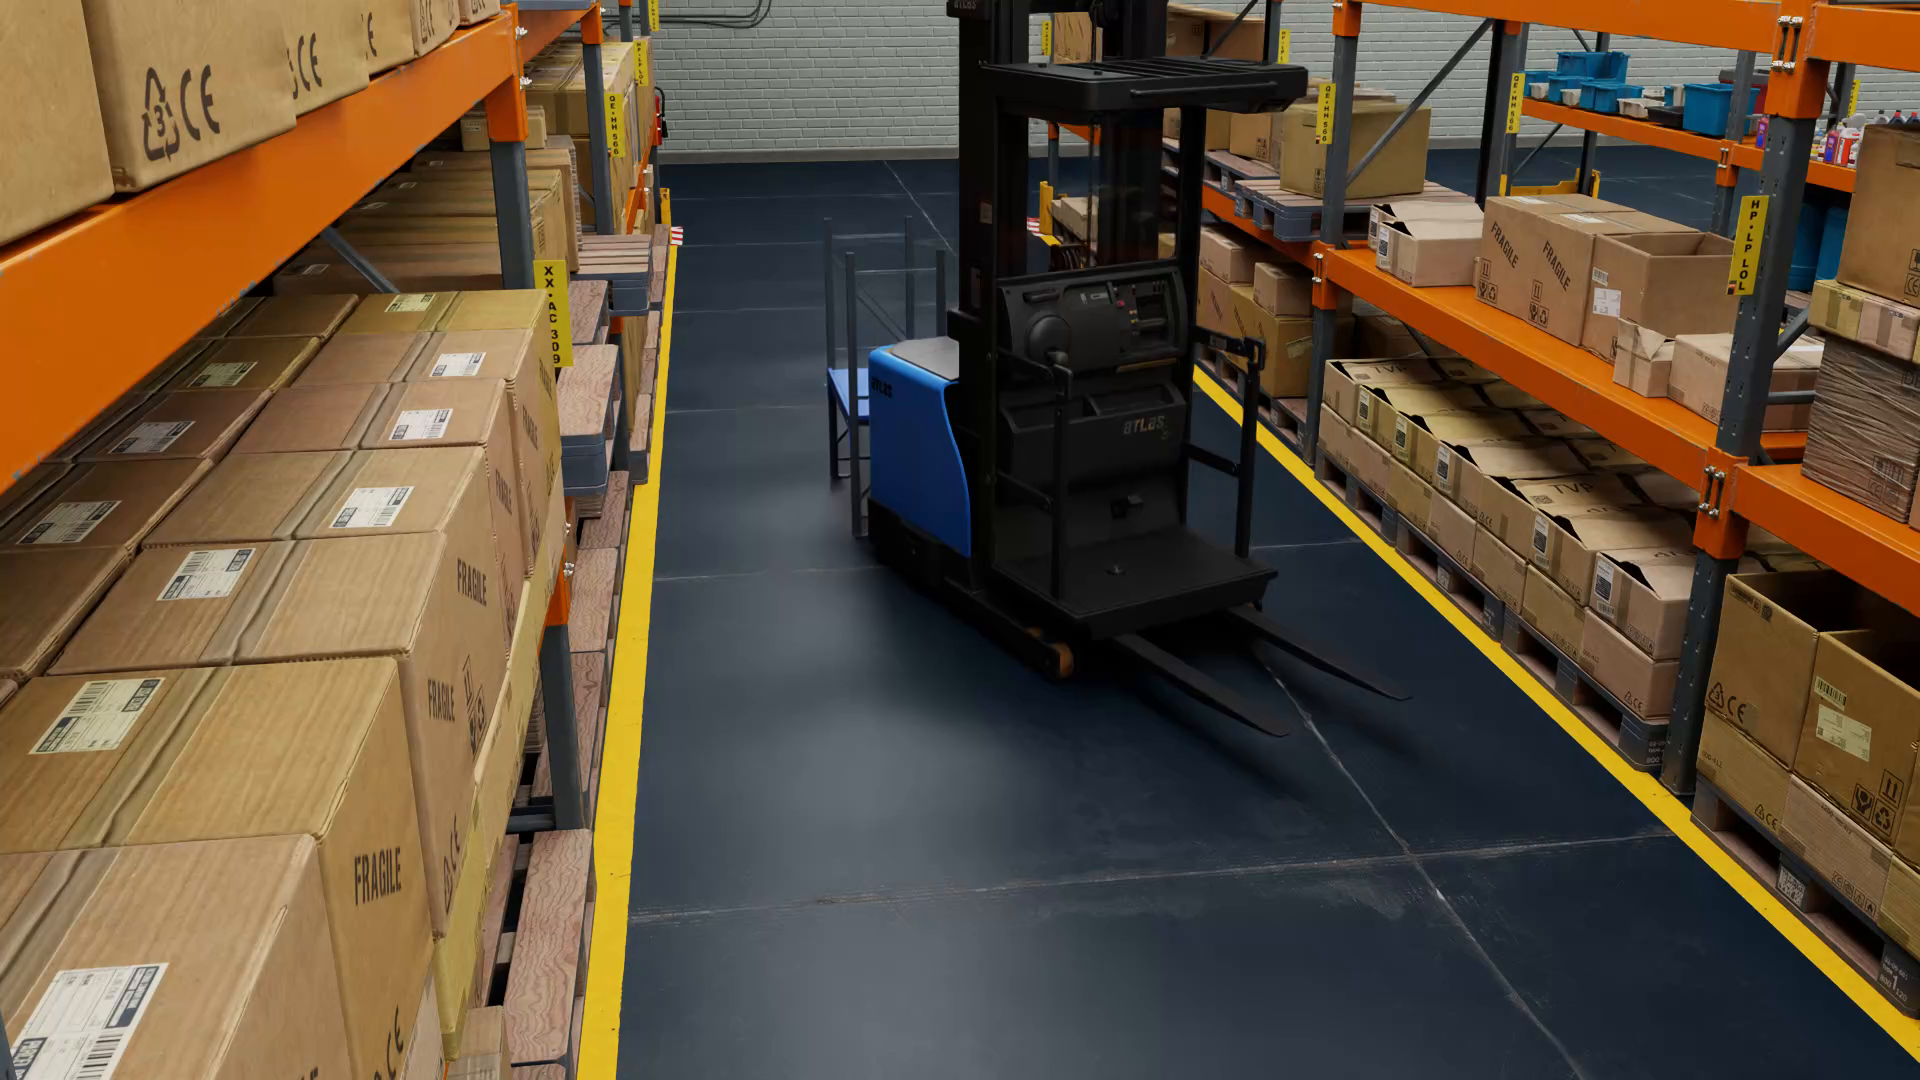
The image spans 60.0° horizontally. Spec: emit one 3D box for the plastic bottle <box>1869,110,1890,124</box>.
[{"bbox_3d":[7.200,-3.182,13.019,0.144,0.351,0.185,-3,21,-8],"label":"plastic bottle"}]

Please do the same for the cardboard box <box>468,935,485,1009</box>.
[{"bbox_3d":[-1.575,1.078,4.488,0.500,0.500,0.500,-4,21,-12],"label":"cardboard box"}]

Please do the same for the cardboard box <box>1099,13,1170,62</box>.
[{"bbox_3d":[1.506,-4.295,14.356,0.500,0.500,0.500,-3,21,-7],"label":"cardboard box"}]

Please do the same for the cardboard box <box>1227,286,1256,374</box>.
[{"bbox_3d":[2.119,-1.407,11.140,0.500,0.500,0.500,-4,21,-10],"label":"cardboard box"}]

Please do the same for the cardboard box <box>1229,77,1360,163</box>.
[{"bbox_3d":[2.300,-2.901,11.452,0.700,0.500,0.500,-8,22,-21],"label":"cardboard box"}]

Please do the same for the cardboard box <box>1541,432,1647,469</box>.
[{"bbox_3d":[3.101,-0.355,7.908,0.500,0.311,0.500,-2,21,-6],"label":"cardboard box"}]

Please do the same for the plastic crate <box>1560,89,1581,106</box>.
[{"bbox_3d":[6.081,-4.351,16.371,0.250,0.136,0.298,-3,21,-8],"label":"plastic crate"}]

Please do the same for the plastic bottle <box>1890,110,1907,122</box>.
[{"bbox_3d":[7.342,-3.189,13.039,0.144,0.351,0.185,-3,21,-8],"label":"plastic bottle"}]

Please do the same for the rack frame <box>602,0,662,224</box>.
[{"bbox_3d":[-3.494,-4.399,16.208,1.000,3.000,0.127,-3,21,-8],"label":"rack frame"}]

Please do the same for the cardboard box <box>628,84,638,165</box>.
[{"bbox_3d":[-2.518,-2.887,11.562,0.500,0.500,0.500,-3,21,-7],"label":"cardboard box"}]

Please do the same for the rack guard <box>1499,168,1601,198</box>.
[{"bbox_3d":[6.293,-3.736,18.004,1.175,0.500,0.348,-3,21,-8],"label":"rack guard"}]

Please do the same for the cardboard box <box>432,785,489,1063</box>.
[{"bbox_3d":[-1.100,0.660,2.846,0.500,0.250,0.500,-3,21,-9],"label":"cardboard box"}]

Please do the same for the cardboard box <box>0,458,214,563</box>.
[{"bbox_3d":[-1.680,0.170,3.089,0.500,0.500,0.500,-3,21,-7],"label":"cardboard box"}]

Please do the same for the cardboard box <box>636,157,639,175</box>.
[{"bbox_3d":[-2.529,-2.717,12.035,0.380,0.149,0.250,-3,21,-7],"label":"cardboard box"}]

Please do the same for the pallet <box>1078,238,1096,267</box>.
[{"bbox_3d":[1.707,-2.620,15.431,1.003,0.211,1.213,-3,21,-8],"label":"pallet"}]

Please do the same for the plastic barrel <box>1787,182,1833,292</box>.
[{"bbox_3d":[6.948,-2.539,13.625,0.600,0.901,0.708,-3,21,-8],"label":"plastic barrel"}]

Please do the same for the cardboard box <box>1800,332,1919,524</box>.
[{"bbox_3d":[3.207,-0.389,5.328,0.700,0.500,0.500,-3,21,-9],"label":"cardboard box"}]

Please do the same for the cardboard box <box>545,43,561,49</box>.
[{"bbox_3d":[-3.109,-3.389,11.834,0.500,0.250,0.500,-2,21,-6],"label":"cardboard box"}]

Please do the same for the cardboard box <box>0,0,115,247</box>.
[{"bbox_3d":[-0.989,-0.449,1.174,0.500,0.500,0.500,-2,21,-6],"label":"cardboard box"}]

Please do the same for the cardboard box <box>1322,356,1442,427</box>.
[{"bbox_3d":[2.345,-0.856,9.249,0.500,0.311,0.500,-2,21,-6],"label":"cardboard box"}]

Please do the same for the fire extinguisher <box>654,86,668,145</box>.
[{"bbox_3d":[-3.059,-4.264,16.489,0.296,0.674,0.183,-3,21,-8],"label":"fire extinguisher"}]

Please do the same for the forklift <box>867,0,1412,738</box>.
[{"bbox_3d":[0.706,-0.956,7.086,1.130,2.935,3.031,-11,23,-28],"label":"forklift"}]

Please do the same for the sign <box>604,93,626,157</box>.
[{"bbox_3d":[-1.805,-2.165,8.685,0.100,0.325,0.005,-3,21,-8],"label":"sign"}]

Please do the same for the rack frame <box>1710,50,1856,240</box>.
[{"bbox_3d":[6.886,-3.514,13.838,1.000,3.000,0.127,-3,21,-8],"label":"rack frame"}]

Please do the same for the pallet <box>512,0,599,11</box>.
[{"bbox_3d":[-1.748,-1.781,5.179,1.213,0.211,1.003,-3,21,-8],"label":"pallet"}]

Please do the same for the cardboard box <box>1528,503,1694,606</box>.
[{"bbox_3d":[2.714,0.027,6.884,0.500,0.311,0.500,-2,21,-6],"label":"cardboard box"}]

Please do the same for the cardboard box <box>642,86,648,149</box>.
[{"bbox_3d":[-3.079,-3.597,13.630,0.980,0.700,0.700,-3,21,-9],"label":"cardboard box"}]

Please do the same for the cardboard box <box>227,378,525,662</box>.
[{"bbox_3d":[-1.251,-0.040,3.649,0.500,0.500,0.500,-4,21,-9],"label":"cardboard box"}]

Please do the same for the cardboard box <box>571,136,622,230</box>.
[{"bbox_3d":[-2.158,-2.006,9.204,0.500,0.500,0.500,-2,21,-6],"label":"cardboard box"}]

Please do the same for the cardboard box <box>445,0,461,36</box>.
[{"bbox_3d":[-1.387,-1.368,3.633,0.500,0.500,0.500,-5,21,-12],"label":"cardboard box"}]

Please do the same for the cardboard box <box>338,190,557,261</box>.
[{"bbox_3d":[-2.003,-1.096,6.591,0.700,0.500,0.500,0,20,0],"label":"cardboard box"}]

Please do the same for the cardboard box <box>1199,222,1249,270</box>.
[{"bbox_3d":[1.957,-2.126,11.993,0.500,0.250,0.500,-3,21,-8],"label":"cardboard box"}]

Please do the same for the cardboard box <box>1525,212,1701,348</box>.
[{"bbox_3d":[2.894,-1.165,7.406,0.500,0.500,0.500,-3,21,-8],"label":"cardboard box"}]

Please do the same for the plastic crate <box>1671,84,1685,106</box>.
[{"bbox_3d":[6.848,-4.025,15.289,0.437,0.282,0.530,-3,21,-8],"label":"plastic crate"}]

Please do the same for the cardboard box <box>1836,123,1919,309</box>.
[{"bbox_3d":[3.207,-0.997,5.101,0.700,0.500,0.500,-3,21,-7],"label":"cardboard box"}]

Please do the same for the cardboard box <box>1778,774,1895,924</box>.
[{"bbox_3d":[2.971,0.945,5.229,0.500,0.250,0.500,-3,21,-8],"label":"cardboard box"}]

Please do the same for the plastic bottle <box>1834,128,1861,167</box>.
[{"bbox_3d":[6.709,-2.956,12.521,0.152,0.276,0.135,-3,21,-8],"label":"plastic bottle"}]

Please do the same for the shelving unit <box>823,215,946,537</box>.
[{"bbox_3d":[-0.414,-0.913,9.017,0.538,1.500,1.048,-4,21,-10],"label":"shelving unit"}]

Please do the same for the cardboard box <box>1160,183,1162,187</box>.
[{"bbox_3d":[1.729,-3.510,16.770,0.500,0.500,0.500,-3,21,-8],"label":"cardboard box"}]

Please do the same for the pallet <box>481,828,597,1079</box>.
[{"bbox_3d":[-1.633,1.292,4.954,1.003,0.211,1.213,-3,21,-8],"label":"pallet"}]

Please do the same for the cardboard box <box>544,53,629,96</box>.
[{"bbox_3d":[-2.459,-3.058,10.949,0.500,0.250,0.500,-3,21,-7],"label":"cardboard box"}]

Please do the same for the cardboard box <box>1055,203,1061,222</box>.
[{"bbox_3d":[1.164,-3.280,16.633,0.380,0.166,0.250,-3,21,-8],"label":"cardboard box"}]

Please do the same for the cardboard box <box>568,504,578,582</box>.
[{"bbox_3d":[-2.127,-0.063,7.542,0.700,0.500,0.500,-3,21,-8],"label":"cardboard box"}]

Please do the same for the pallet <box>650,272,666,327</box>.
[{"bbox_3d":[-2.950,-1.975,13.703,1.003,0.211,1.213,-3,21,-8],"label":"pallet"}]

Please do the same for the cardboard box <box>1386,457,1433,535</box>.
[{"bbox_3d":[2.500,-0.239,8.400,0.500,0.250,0.500,-3,21,-9],"label":"cardboard box"}]

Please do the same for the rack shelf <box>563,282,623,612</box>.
[{"bbox_3d":[-2.053,-0.600,7.064,1.077,0.370,4.000,-3,21,-8],"label":"rack shelf"}]

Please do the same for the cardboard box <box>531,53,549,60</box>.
[{"bbox_3d":[-2.950,-3.035,10.886,0.500,0.250,0.500,-4,21,-10],"label":"cardboard box"}]

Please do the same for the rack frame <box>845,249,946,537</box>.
[{"bbox_3d":[-0.320,-0.738,8.549,0.500,1.500,0.032,-4,21,-10],"label":"rack frame"}]

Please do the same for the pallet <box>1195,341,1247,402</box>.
[{"bbox_3d":[2.318,-1.256,11.778,1.003,0.211,1.213,-3,21,-8],"label":"pallet"}]

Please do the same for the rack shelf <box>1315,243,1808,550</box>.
[{"bbox_3d":[2.849,-0.851,7.736,1.077,0.370,4.000,-3,21,-8],"label":"rack shelf"}]

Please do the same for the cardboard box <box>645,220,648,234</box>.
[{"bbox_3d":[-2.993,-2.478,14.037,0.700,0.500,0.500,-3,21,-8],"label":"cardboard box"}]

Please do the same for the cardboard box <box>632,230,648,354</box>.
[{"bbox_3d":[-2.564,-1.678,11.394,0.750,0.750,0.750,-2,21,-6],"label":"cardboard box"}]

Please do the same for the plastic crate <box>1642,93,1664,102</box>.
[{"bbox_3d":[6.759,-4.233,16.053,0.298,0.136,0.250,-3,21,-8],"label":"plastic crate"}]

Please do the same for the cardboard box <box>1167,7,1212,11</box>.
[{"bbox_3d":[1.971,-4.494,14.888,0.500,0.500,0.500,-2,21,-6],"label":"cardboard box"}]
